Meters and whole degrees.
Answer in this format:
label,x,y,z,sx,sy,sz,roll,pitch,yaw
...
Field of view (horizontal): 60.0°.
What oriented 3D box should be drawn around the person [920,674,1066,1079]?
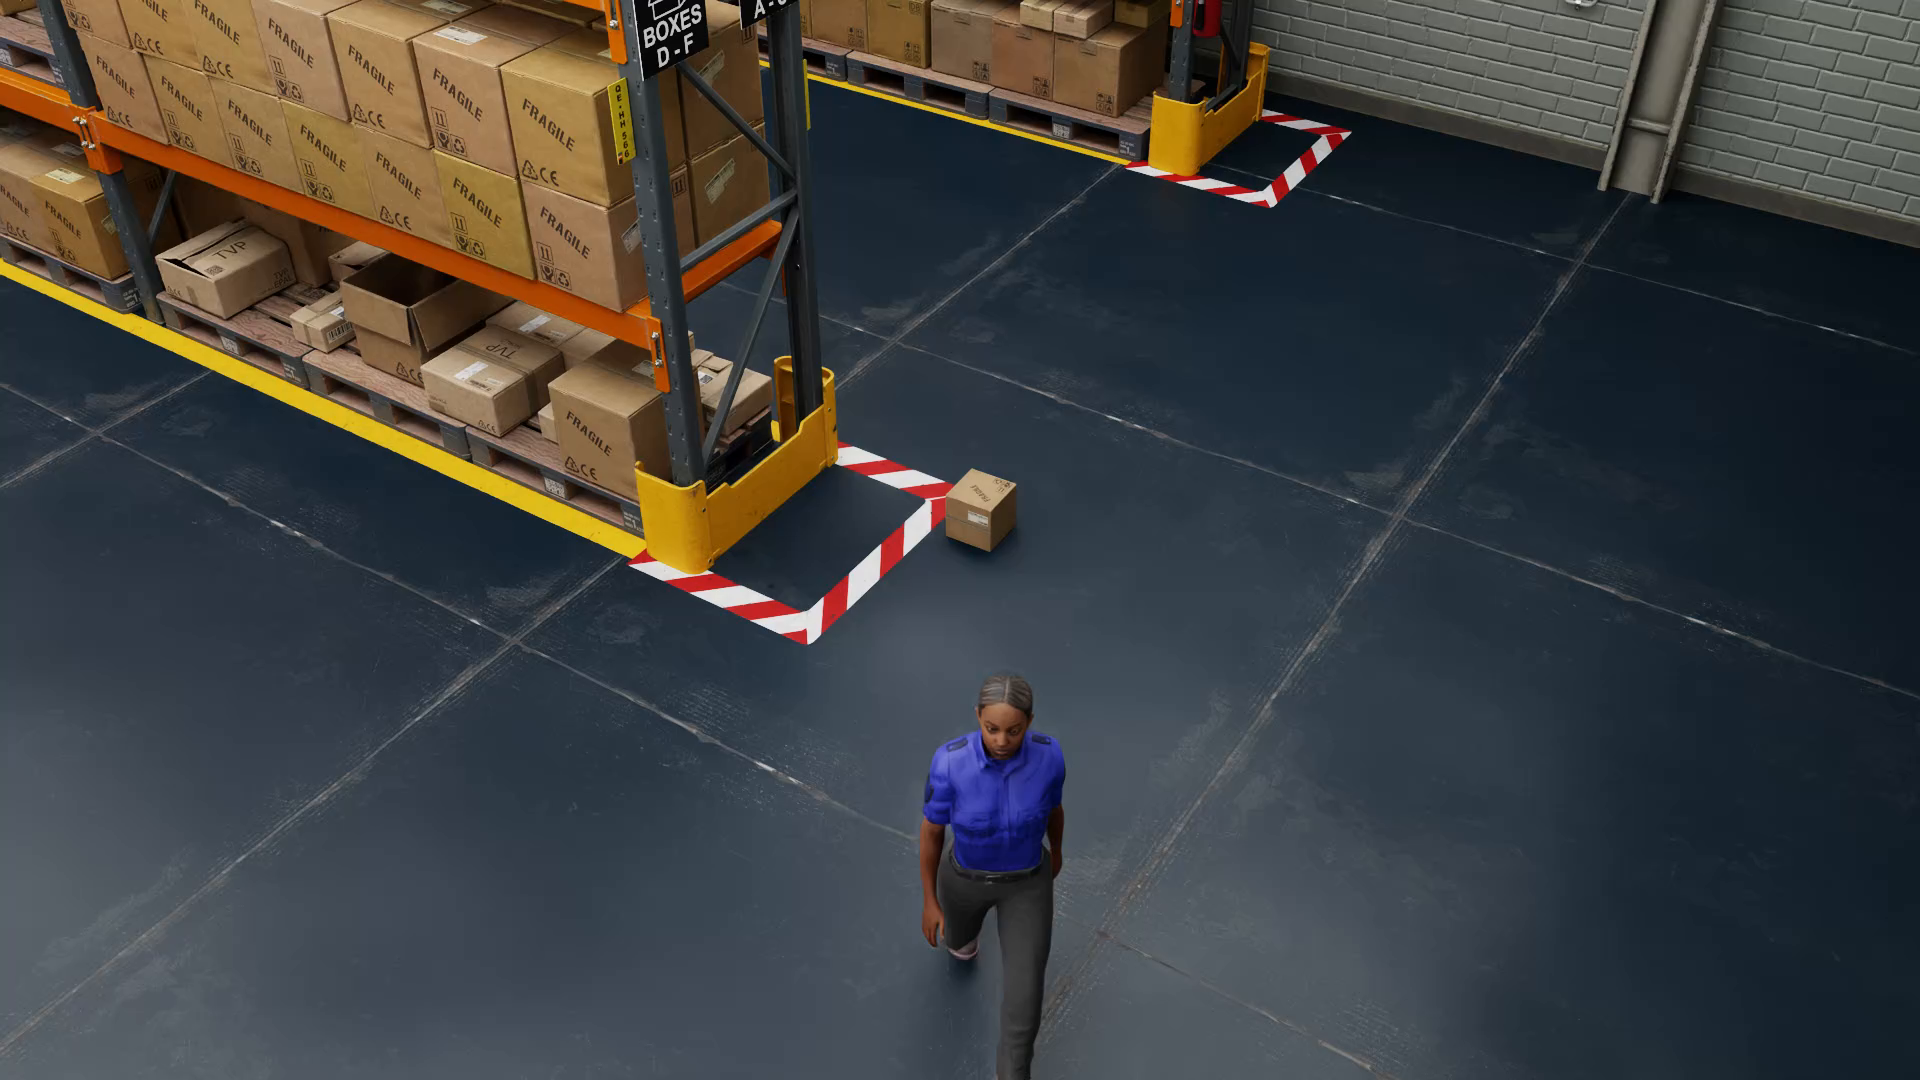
label,x,y,z,sx,sy,sz,roll,pitch,yaw
person,0.107,1.070,5.346,0.472,1.603,0.977,-1,39,-1
